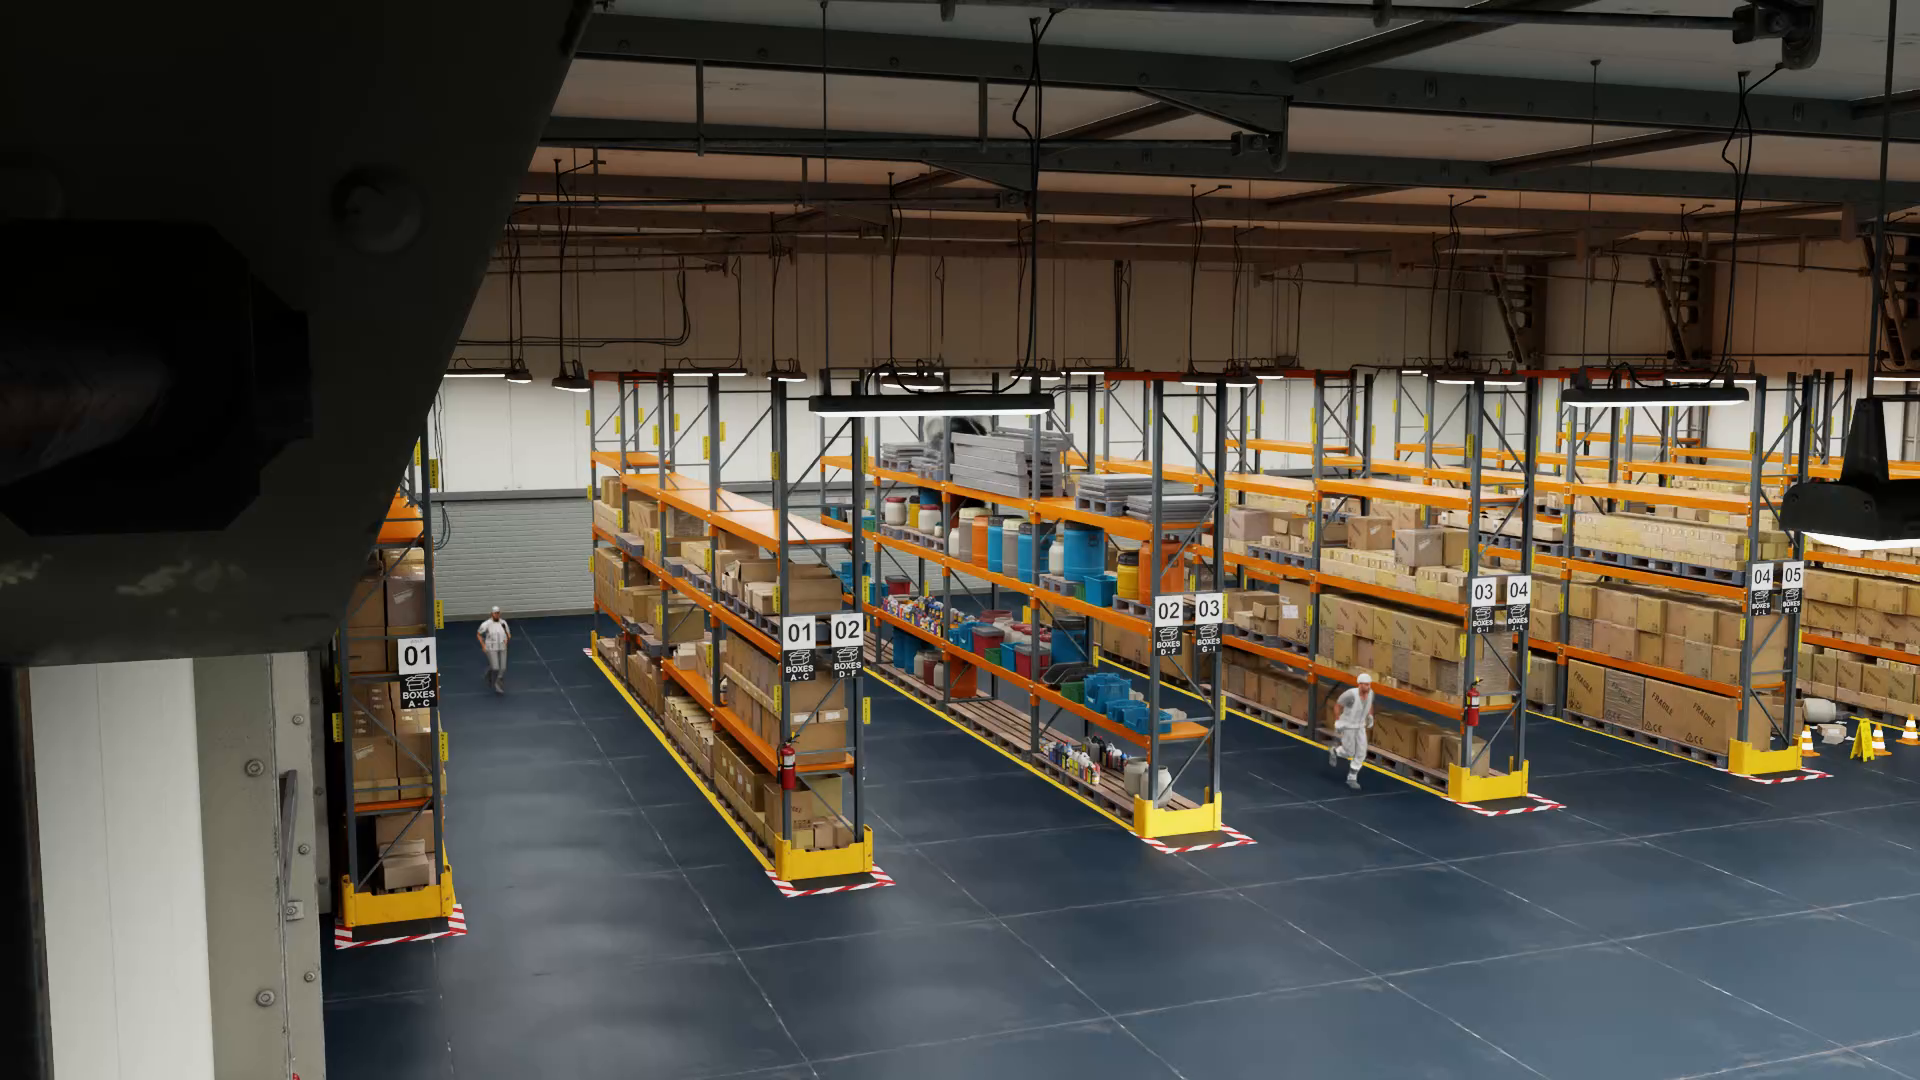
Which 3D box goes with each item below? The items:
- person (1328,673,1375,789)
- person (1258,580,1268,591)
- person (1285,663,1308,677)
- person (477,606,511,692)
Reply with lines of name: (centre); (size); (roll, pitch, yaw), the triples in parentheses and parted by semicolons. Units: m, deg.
person: (5.766, 2.764, 24.525); (0.640, 1.715, 0.878); (-4, 7, -30)
person: (7.516, 0.903, 41.447); (0.679, 1.607, 0.954); (-6, 9, -45)
person: (6.726, 1.866, 32.567); (0.593, 1.696, 0.820); (-3, 7, -27)
person: (-8.671, 2.062, 31.121); (0.602, 1.613, 0.540); (-5, 8, -36)
